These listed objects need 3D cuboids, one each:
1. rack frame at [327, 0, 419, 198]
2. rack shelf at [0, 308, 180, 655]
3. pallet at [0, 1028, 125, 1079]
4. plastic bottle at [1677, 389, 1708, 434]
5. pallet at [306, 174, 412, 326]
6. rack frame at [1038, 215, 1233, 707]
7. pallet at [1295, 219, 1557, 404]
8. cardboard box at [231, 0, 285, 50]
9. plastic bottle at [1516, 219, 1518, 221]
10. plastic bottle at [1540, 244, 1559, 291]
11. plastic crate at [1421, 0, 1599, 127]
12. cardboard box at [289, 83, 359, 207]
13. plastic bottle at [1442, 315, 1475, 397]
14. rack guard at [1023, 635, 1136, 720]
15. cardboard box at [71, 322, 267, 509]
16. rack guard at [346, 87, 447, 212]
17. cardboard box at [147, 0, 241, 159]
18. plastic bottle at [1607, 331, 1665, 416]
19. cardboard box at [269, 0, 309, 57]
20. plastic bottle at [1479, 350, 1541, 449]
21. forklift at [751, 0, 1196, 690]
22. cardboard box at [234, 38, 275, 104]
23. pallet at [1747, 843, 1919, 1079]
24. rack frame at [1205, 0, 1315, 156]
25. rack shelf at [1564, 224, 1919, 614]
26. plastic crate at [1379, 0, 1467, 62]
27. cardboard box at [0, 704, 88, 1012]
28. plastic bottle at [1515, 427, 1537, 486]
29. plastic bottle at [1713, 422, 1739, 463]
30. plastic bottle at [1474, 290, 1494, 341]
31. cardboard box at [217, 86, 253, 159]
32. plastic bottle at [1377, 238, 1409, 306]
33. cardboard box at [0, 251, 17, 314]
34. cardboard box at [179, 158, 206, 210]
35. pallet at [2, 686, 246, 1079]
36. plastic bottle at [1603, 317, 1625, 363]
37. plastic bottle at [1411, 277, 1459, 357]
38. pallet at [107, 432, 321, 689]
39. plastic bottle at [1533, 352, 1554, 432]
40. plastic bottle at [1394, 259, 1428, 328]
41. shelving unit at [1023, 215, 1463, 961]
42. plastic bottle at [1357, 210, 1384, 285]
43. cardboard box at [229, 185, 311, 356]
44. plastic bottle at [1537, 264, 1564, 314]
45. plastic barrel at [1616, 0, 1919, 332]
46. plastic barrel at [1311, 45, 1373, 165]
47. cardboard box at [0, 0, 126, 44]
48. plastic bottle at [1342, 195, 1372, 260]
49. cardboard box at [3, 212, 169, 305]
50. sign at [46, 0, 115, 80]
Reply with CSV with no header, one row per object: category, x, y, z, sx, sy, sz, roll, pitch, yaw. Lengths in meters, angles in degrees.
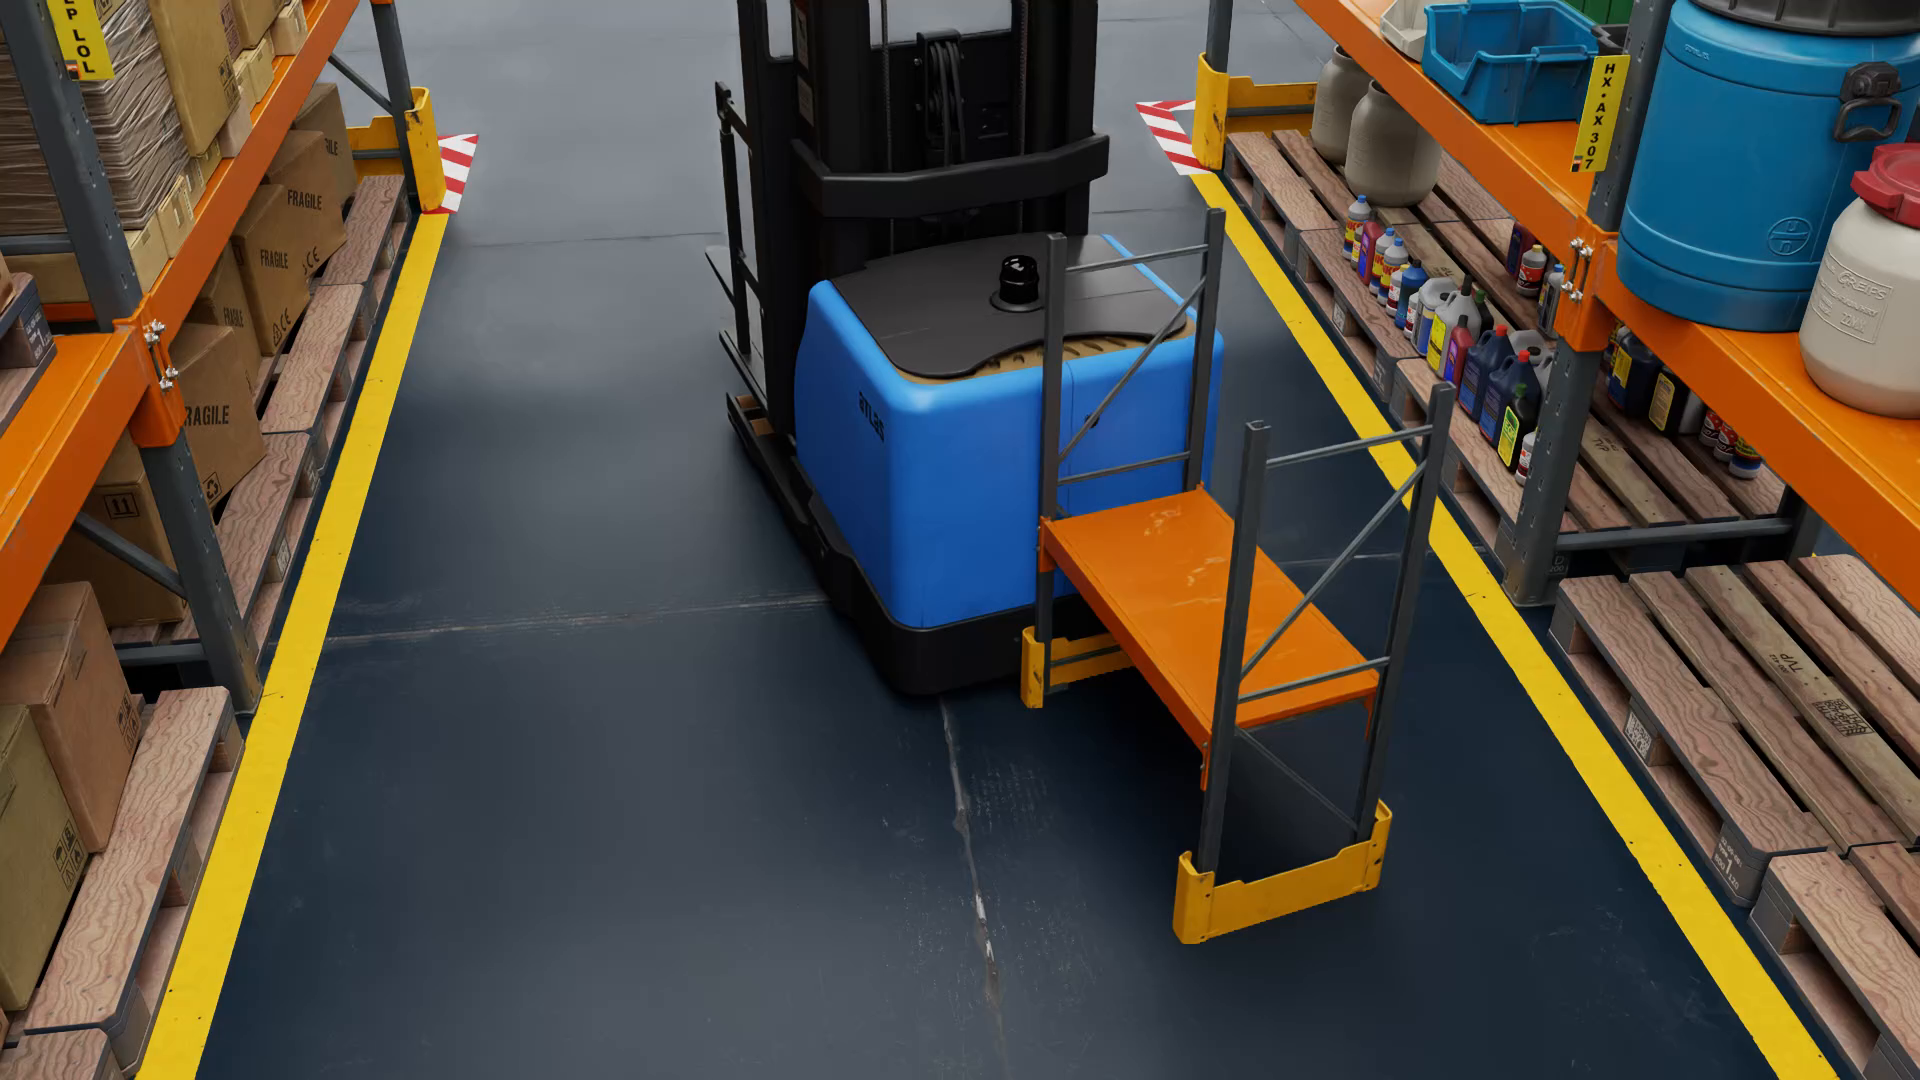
rack frame,-3.150,-2.940,7.401,1.000,3.000,0.127,-4,35,-6
rack shelf,-2.343,0.705,2.690,1.077,0.370,4.000,-4,35,-6
pallet,-2.338,1.561,3.272,1.003,0.211,1.213,-4,35,-6
plastic bottle,2.617,-0.529,5.890,0.152,0.276,0.135,-3,34,-5
pallet,-3.065,-1.290,7.455,1.003,0.211,1.213,-4,35,-6
rack frame,0.468,-0.170,4.668,0.500,1.500,0.032,-12,36,-17
pallet,2.080,-0.991,7.017,1.003,0.211,1.213,-4,35,-6
cardboard box,-2.837,-1.963,5.615,0.875,0.500,0.500,-4,35,-6
plastic bottle,2.440,-1.349,7.160,0.097,0.201,0.097,0,34,0
plastic bottle,2.465,-1.160,6.816,0.152,0.276,0.135,-5,35,-8
plastic crate,1.878,-1.619,5.594,0.499,0.251,0.616,-4,35,-6
cardboard box,-3.082,-1.731,7.473,0.500,0.500,0.500,2,34,2
plastic bottle,1.835,-0.675,6.098,0.061,0.283,0.133,-2,34,-3
rack guard,0.475,0.357,5.005,0.587,0.250,0.087,-12,36,-17
cardboard box,-2.711,-0.394,5.511,0.500,0.500,0.500,6,35,9
rack guard,-3.140,-1.865,8.043,1.175,0.500,0.348,-4,35,-6
cardboard box,-2.643,-1.410,4.802,0.875,0.500,0.500,-4,35,-6
plastic bottle,2.456,-0.641,5.989,0.144,0.351,0.185,-4,35,-6
cardboard box,-2.601,-1.864,6.045,0.380,0.149,0.250,-4,35,-6
plastic bottle,1.924,-0.508,5.793,0.144,0.351,0.185,-5,35,-8
forklift,-0.148,-1.590,5.480,1.130,2.935,3.031,-7,35,-11
cardboard box,-2.558,-1.583,5.633,0.380,0.149,0.250,-4,35,-6
pallet,2.608,1.187,3.821,1.003,0.211,1.213,-4,35,-6
rack frame,1.758,-3.315,7.951,1.000,3.000,0.127,-4,35,-6
rack shelf,2.565,0.330,3.241,1.077,0.370,4.000,-4,35,-6
plastic crate,1.827,-1.861,6.052,0.530,0.136,0.437,-4,35,-6
cardboard box,-2.505,0.755,3.808,0.700,0.500,0.500,-5,35,-7
plastic bottle,1.939,-0.288,5.603,0.097,0.201,0.097,0,34,0
plastic bottle,2.674,-0.376,5.733,0.097,0.201,0.097,0,34,0
plastic bottle,1.953,-0.790,6.266,0.061,0.283,0.133,-4,35,-6
cardboard box,-2.460,-1.306,5.227,0.380,0.149,0.250,-4,35,-6
plastic bottle,1.753,-1.087,6.714,0.097,0.271,0.097,0,34,0
cardboard box,-2.644,-0.676,3.172,1.000,1.000,1.000,-4,34,-6
cardboard box,-2.424,-1.025,4.814,0.380,0.149,0.250,-4,35,-6
pallet,-2.506,0.878,4.273,1.003,0.211,1.213,-4,35,-6
plastic bottle,2.517,-0.804,6.298,0.097,0.271,0.097,0,34,0
plastic bottle,1.837,-0.855,6.370,0.152,0.276,0.135,-4,34,-6
pallet,-2.737,0.072,5.457,1.003,0.211,1.213,-4,35,-6
plastic bottle,2.067,-0.519,5.809,0.144,0.351,0.185,-4,35,-6
plastic bottle,1.780,-0.974,6.548,0.097,0.271,0.097,0,34,0
shelving unit,0.650,0.103,4.268,0.587,1.500,1.083,-12,36,-17
plastic bottle,1.706,-1.212,6.886,0.061,0.283,0.133,-4,34,-6
cardboard box,-2.903,-1.049,6.473,0.500,0.500,0.500,-1,34,-2
plastic bottle,2.377,-1.003,6.653,0.097,0.201,0.097,0,34,0
plastic barrel,2.048,-1.052,4.185,0.600,0.901,0.708,-4,35,-6
plastic barrel,1.922,-2.099,8.003,0.421,0.512,0.421,0,34,0
cardboard box,-2.420,-1.556,4.129,0.500,0.500,0.500,-4,35,-6
plastic bottle,1.693,-1.334,7.077,0.097,0.271,0.097,0,34,0
cardboard box,-2.343,-0.747,4.406,0.380,0.149,0.250,-4,35,-6
sign,-2.062,-1.231,3.864,0.100,0.325,0.005,-4,35,-6
